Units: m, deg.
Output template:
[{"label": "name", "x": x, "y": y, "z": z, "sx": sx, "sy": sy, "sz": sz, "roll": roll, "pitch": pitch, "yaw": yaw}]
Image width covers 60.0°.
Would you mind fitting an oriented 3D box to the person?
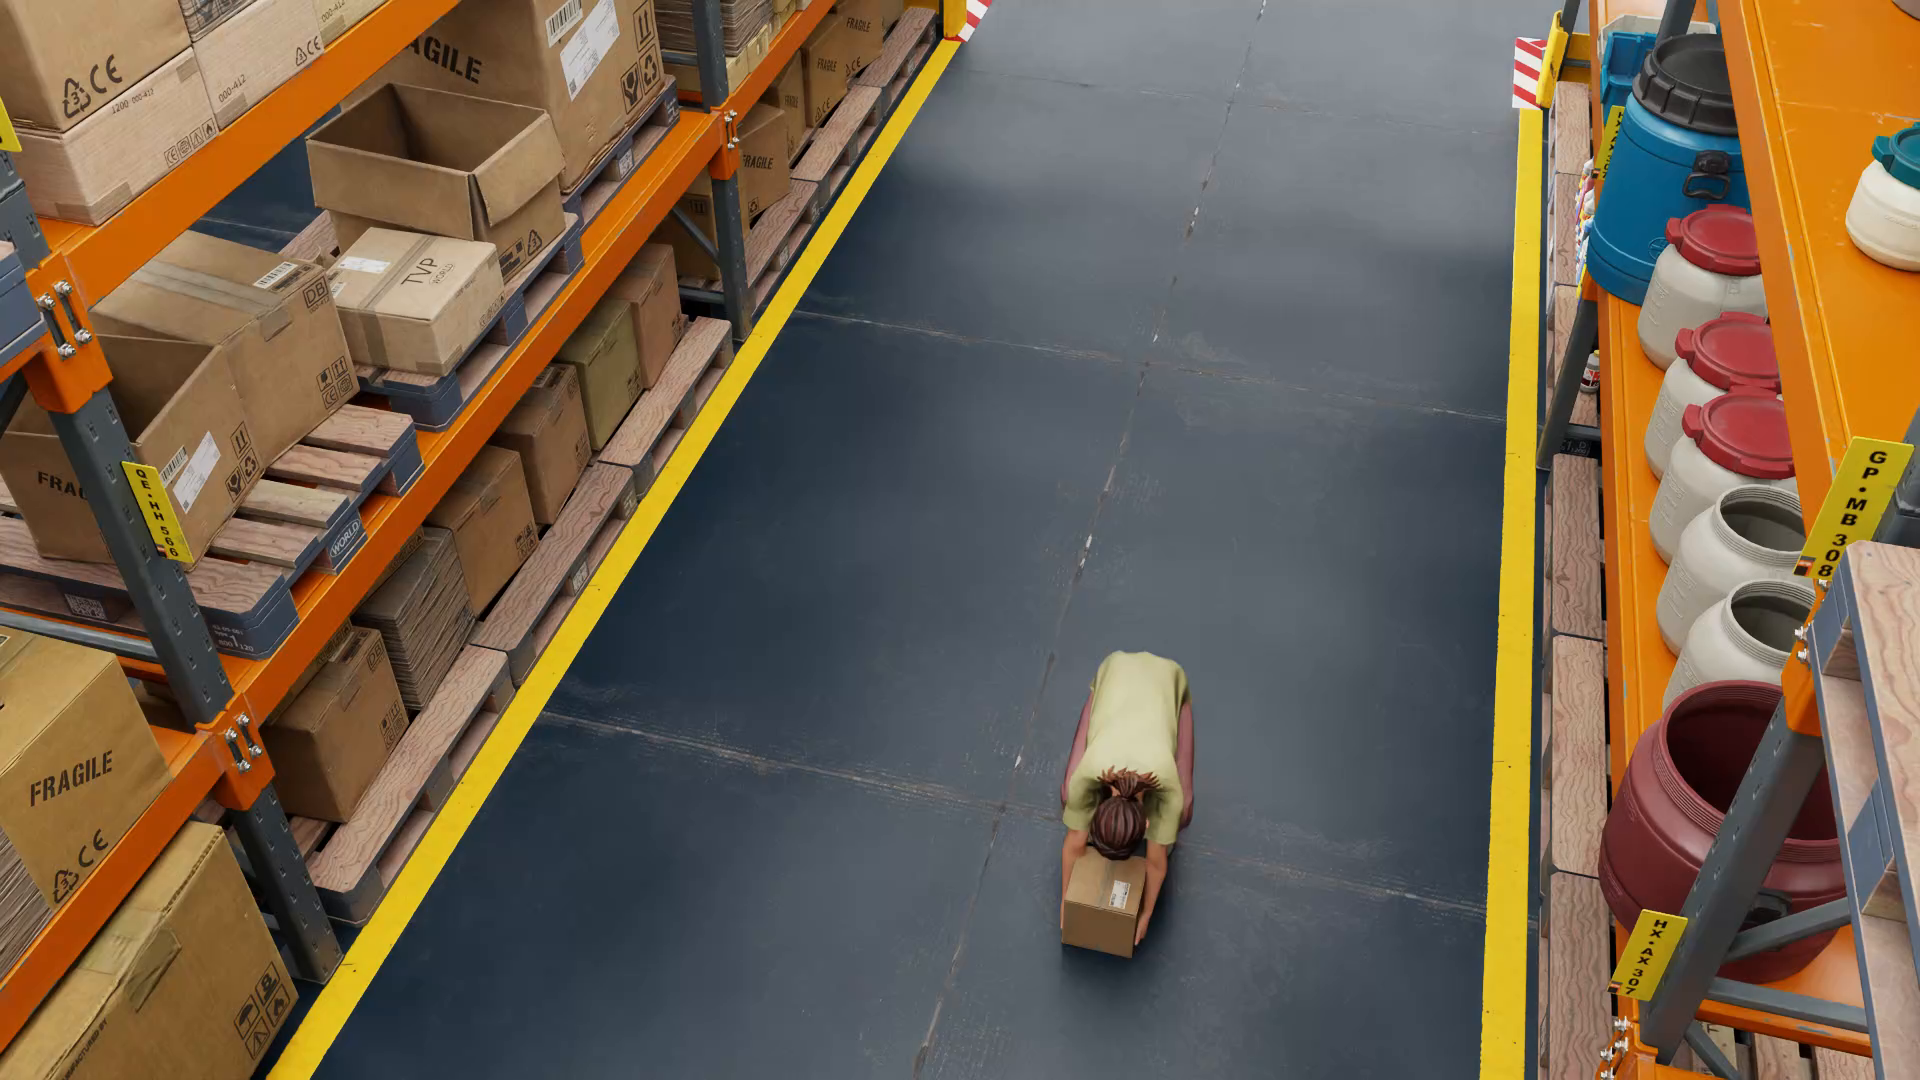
[{"label": "person", "x": 0.583, "y": 0.807, "z": 5.744, "sx": 0.442, "sy": 1.008, "sz": 0.868, "roll": 8, "pitch": 42, "yaw": 10}]
